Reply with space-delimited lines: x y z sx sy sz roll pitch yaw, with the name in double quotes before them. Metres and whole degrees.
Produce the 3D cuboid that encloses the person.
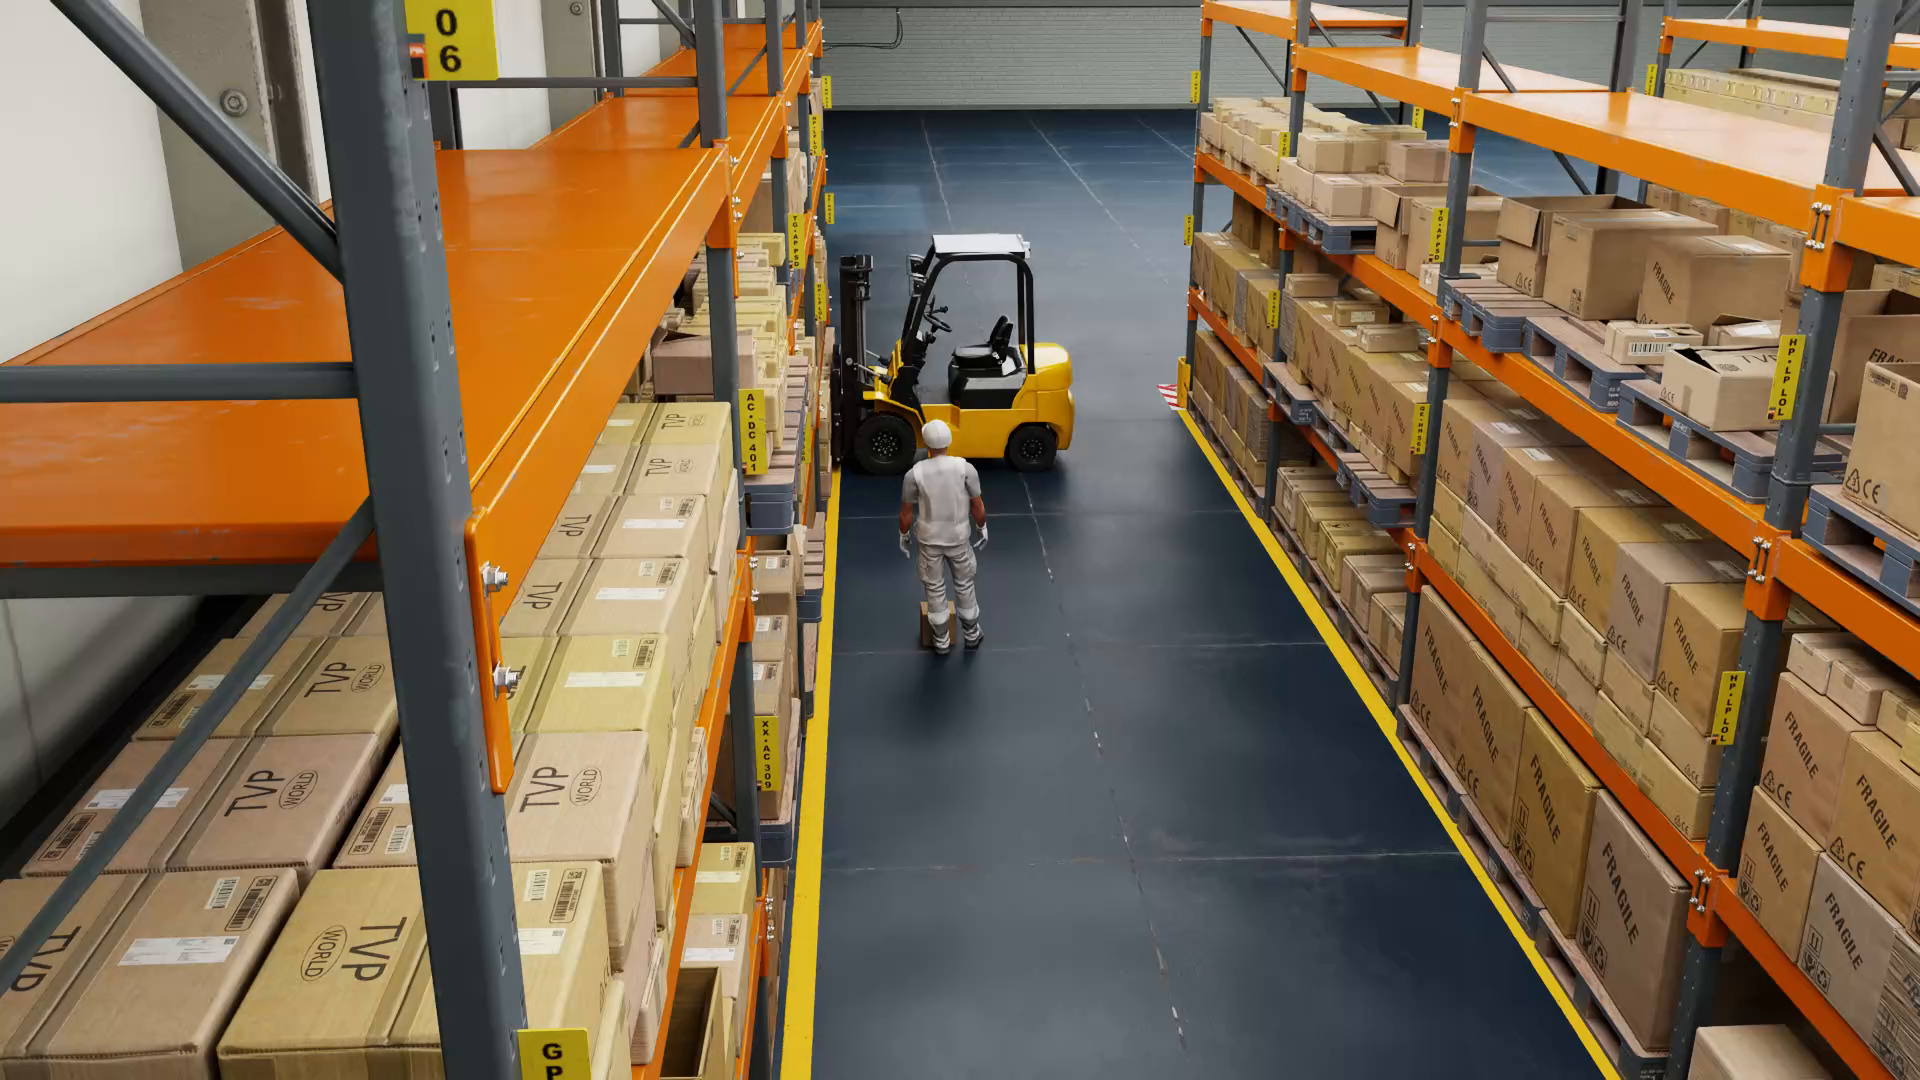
"person" -0.120 -0.043 11.990 0.637 1.790 0.562 -1 20 -3
